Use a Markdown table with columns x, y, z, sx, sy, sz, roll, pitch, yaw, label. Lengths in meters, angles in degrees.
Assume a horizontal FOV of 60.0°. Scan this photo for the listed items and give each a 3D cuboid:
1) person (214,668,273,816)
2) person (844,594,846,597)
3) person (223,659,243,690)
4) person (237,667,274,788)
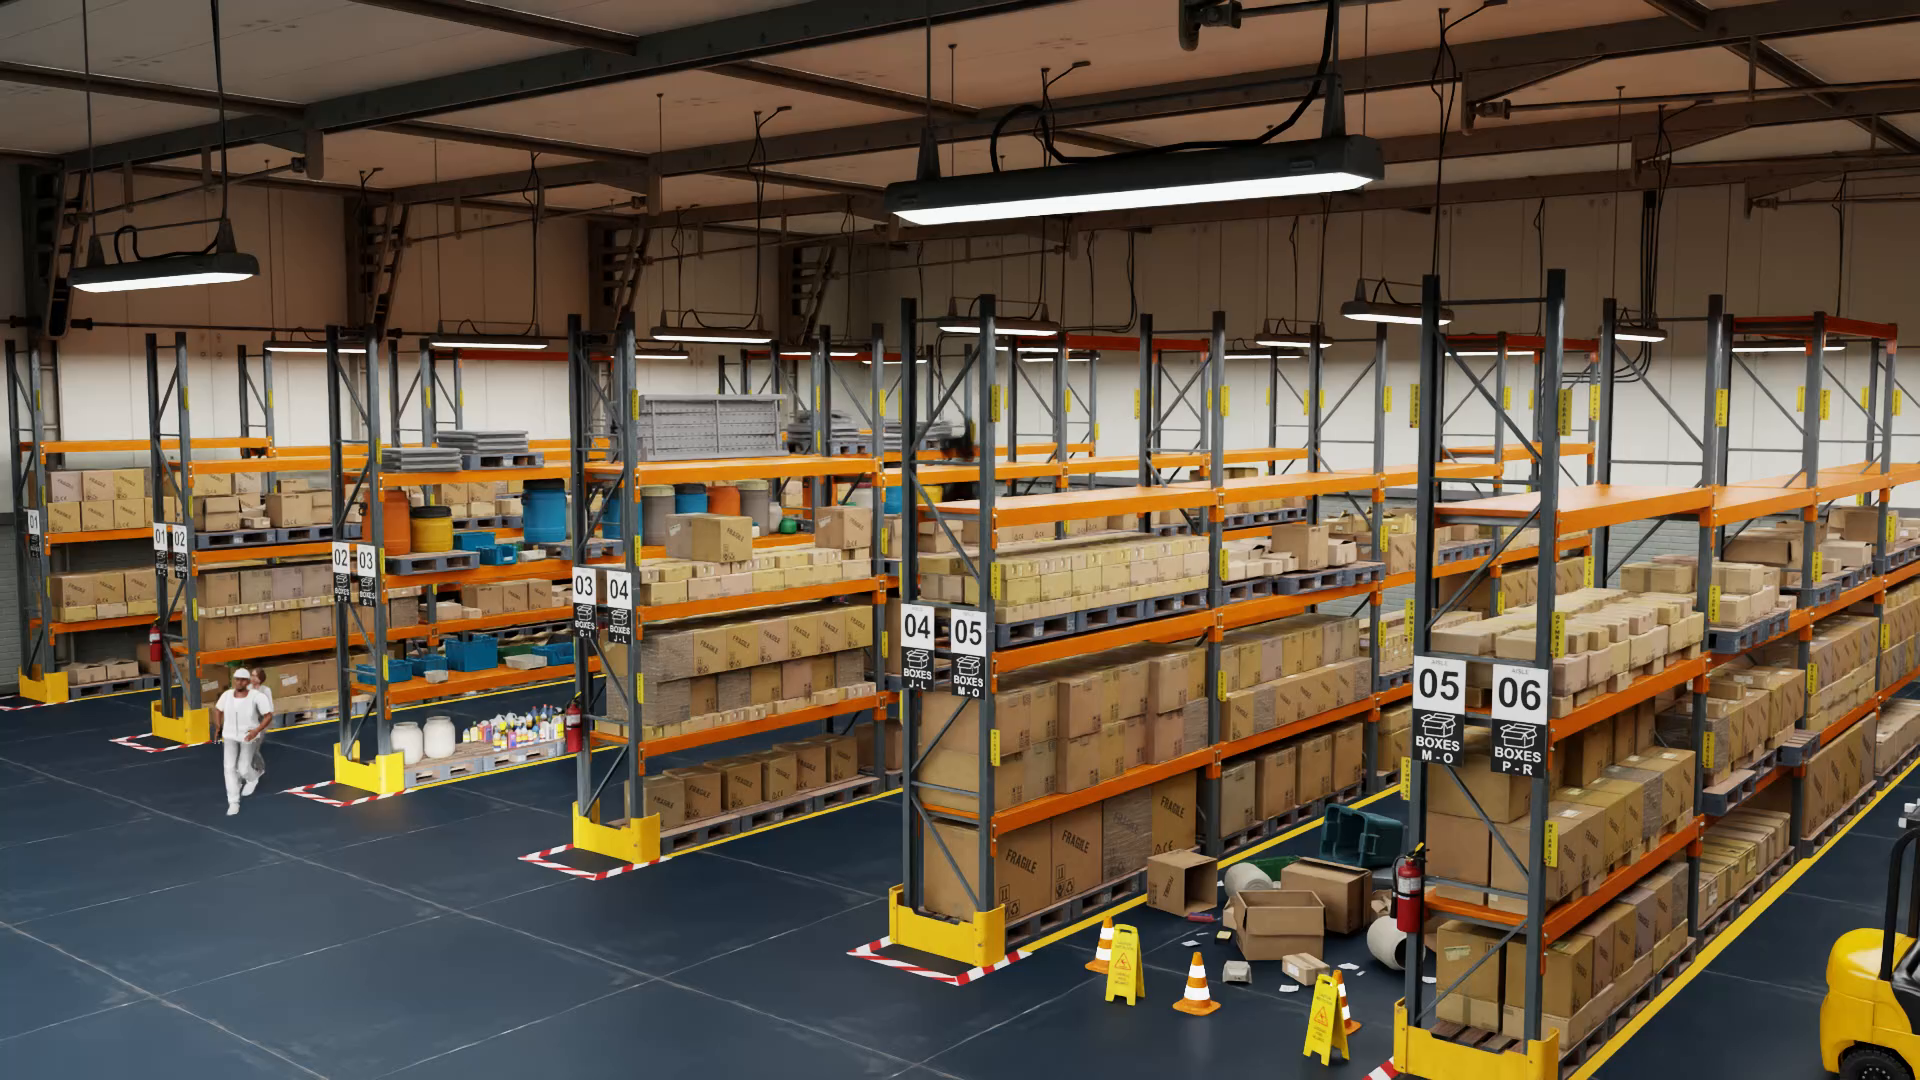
| x | y | z | sx | sy | sz | roll | pitch | yaw | label |
| --- | --- | --- | --- | --- | --- | --- | --- | --- | --- |
| -8.886 | 2.453 | 20.597 | 0.714 | 1.751 | 0.885 | -1 | 5 | -9 | person |
| -2.077 | 1.292 | 32.942 | 0.652 | 1.804 | 0.987 | 3 | 6 | 30 | person |
| -11.726 | 1.847 | 26.924 | 0.664 | 1.773 | 0.964 | 3 | 6 | 28 | person |
| -9.123 | 2.443 | 21.472 | 0.556 | 1.569 | 0.818 | 0 | 5 | 5 | person |
